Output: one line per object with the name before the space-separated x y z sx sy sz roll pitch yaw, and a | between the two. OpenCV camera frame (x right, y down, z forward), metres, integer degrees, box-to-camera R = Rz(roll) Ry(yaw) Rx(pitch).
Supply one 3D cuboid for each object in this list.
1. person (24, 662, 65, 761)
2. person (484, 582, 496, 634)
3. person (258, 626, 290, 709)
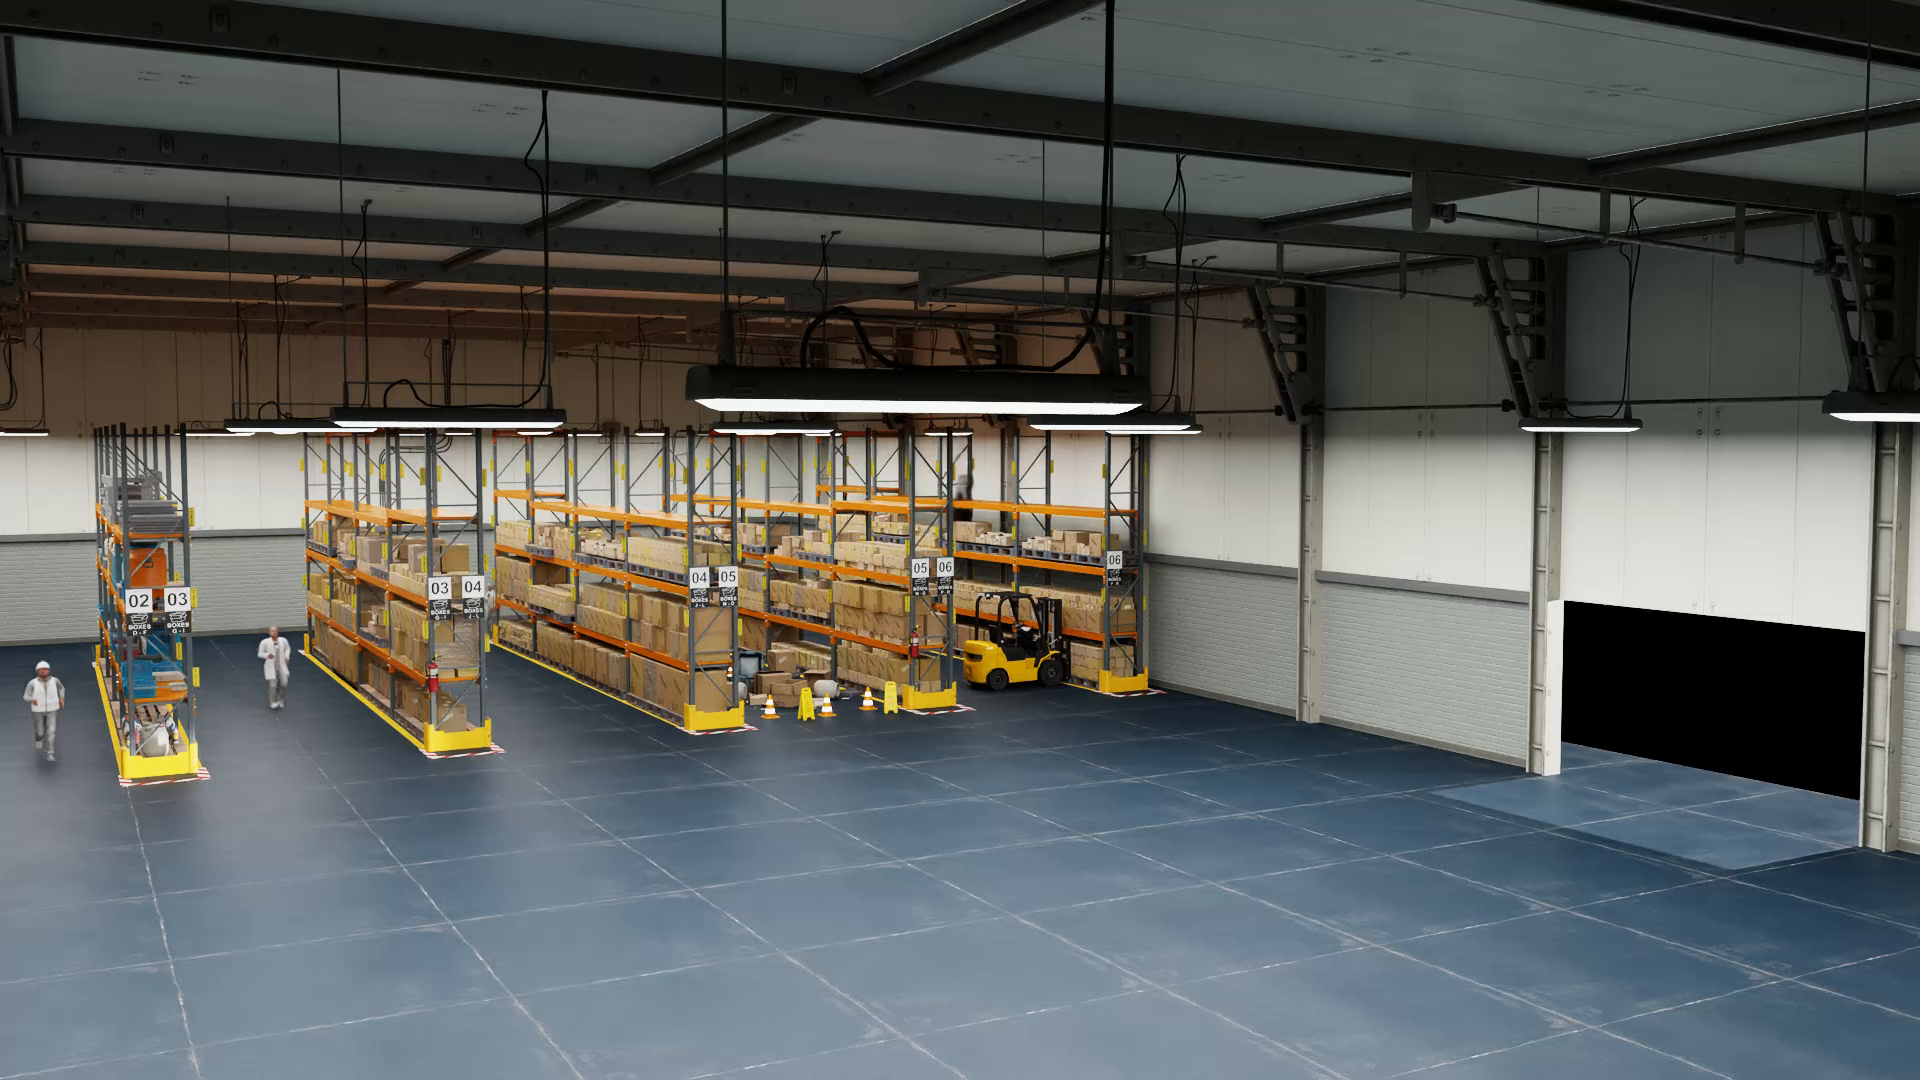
person | -16.350 3.044 29.745 0.676 1.741 0.971 -2 4 -34
person | -13.484 2.010 47.771 0.747 1.646 0.628 -3 4 -39
person | -14.477 2.712 35.232 0.694 1.763 0.673 -3 4 -36
